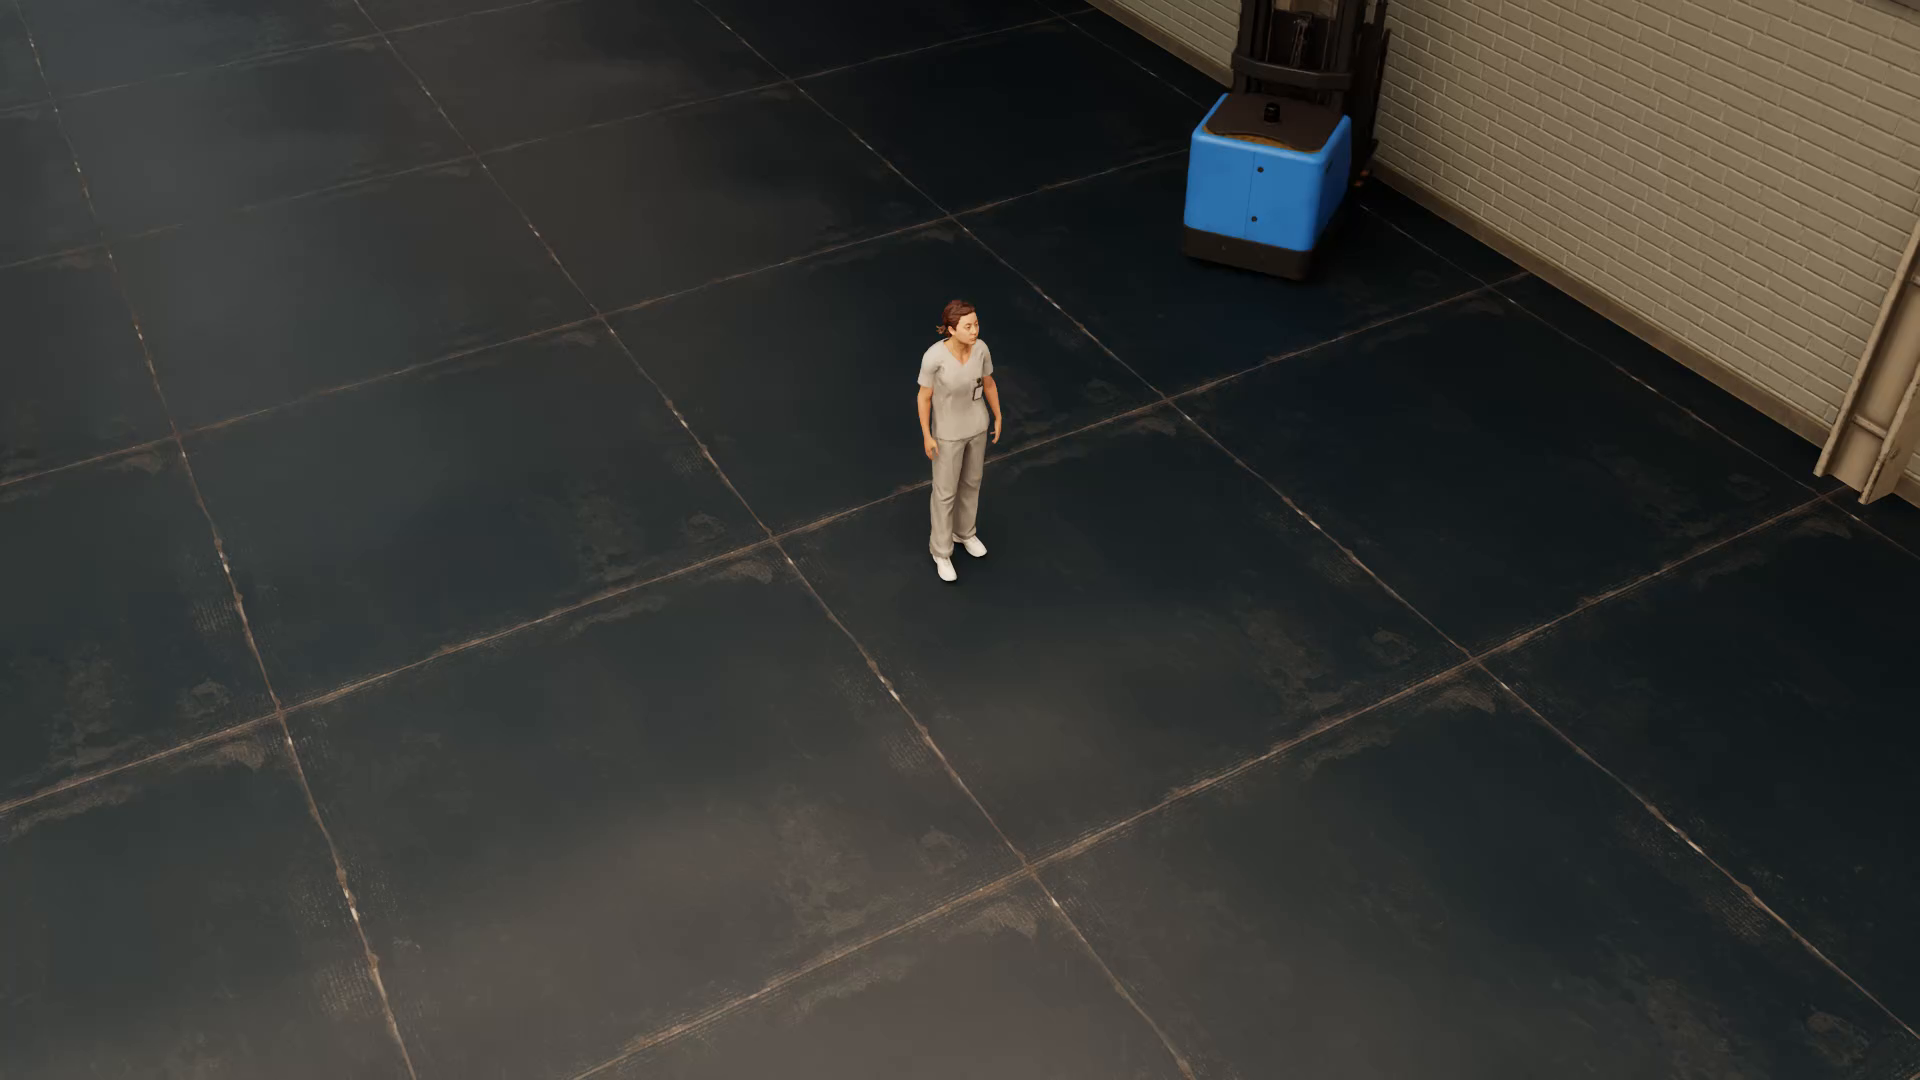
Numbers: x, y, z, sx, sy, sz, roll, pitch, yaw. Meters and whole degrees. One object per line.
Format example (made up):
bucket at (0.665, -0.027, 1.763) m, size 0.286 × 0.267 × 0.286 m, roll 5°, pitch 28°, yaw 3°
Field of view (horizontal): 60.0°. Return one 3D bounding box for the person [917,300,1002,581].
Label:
person at (0.025, -0.605, 9.738) m, size 0.549 × 1.673 × 0.548 m, roll -20°, pitch 44°, yaw -23°

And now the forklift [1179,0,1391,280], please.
forklift at (2.783, -4.035, 12.901) m, size 1.130 × 2.935 × 3.031 m, roll 16°, pitch 42°, yaw 19°
